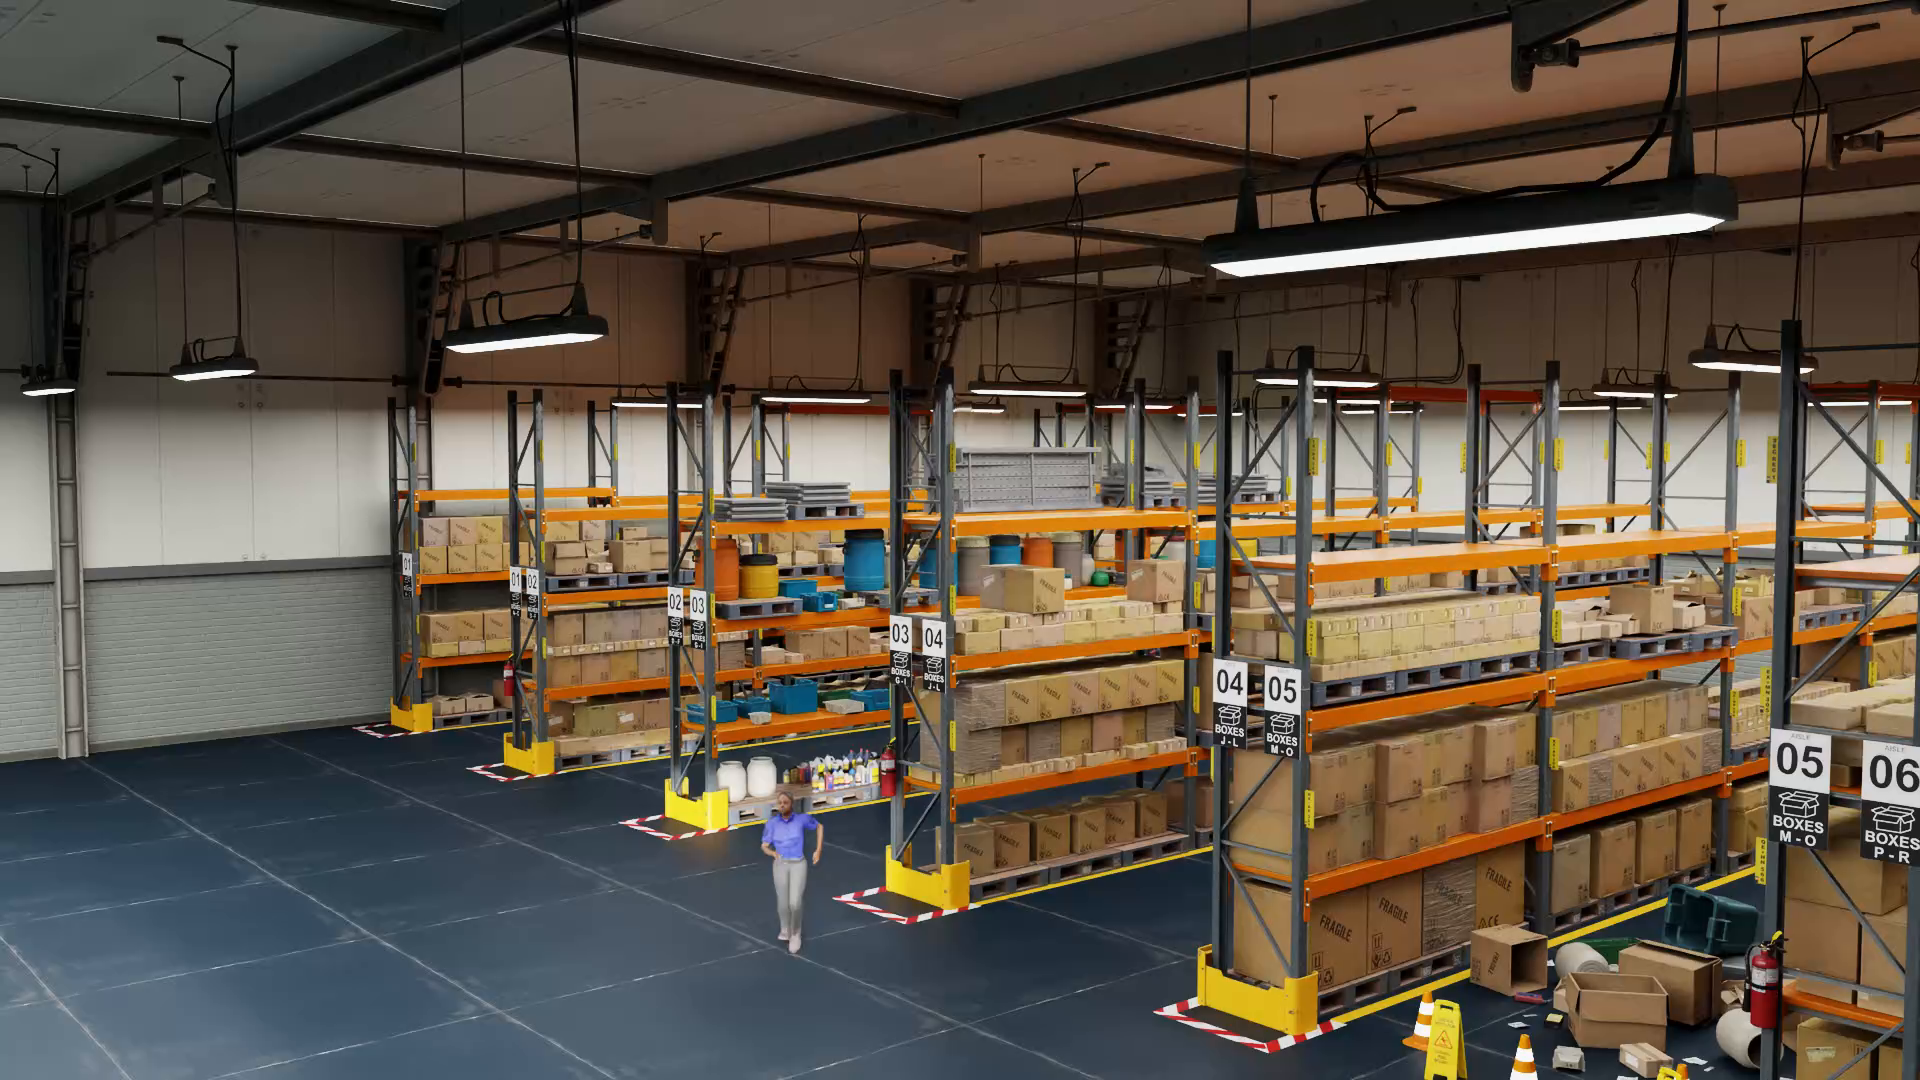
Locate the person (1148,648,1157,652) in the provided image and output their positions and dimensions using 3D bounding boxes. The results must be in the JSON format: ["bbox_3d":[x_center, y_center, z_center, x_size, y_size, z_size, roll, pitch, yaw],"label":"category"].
[{"bbox_3d":[3.963,2.355,32.666,0.711,1.691,0.827,3,4,42],"label":"person"}]

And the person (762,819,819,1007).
[{"bbox_3d":[-1.605,3.435,15.623,0.571,1.665,0.836,0,3,4],"label":"person"}]
